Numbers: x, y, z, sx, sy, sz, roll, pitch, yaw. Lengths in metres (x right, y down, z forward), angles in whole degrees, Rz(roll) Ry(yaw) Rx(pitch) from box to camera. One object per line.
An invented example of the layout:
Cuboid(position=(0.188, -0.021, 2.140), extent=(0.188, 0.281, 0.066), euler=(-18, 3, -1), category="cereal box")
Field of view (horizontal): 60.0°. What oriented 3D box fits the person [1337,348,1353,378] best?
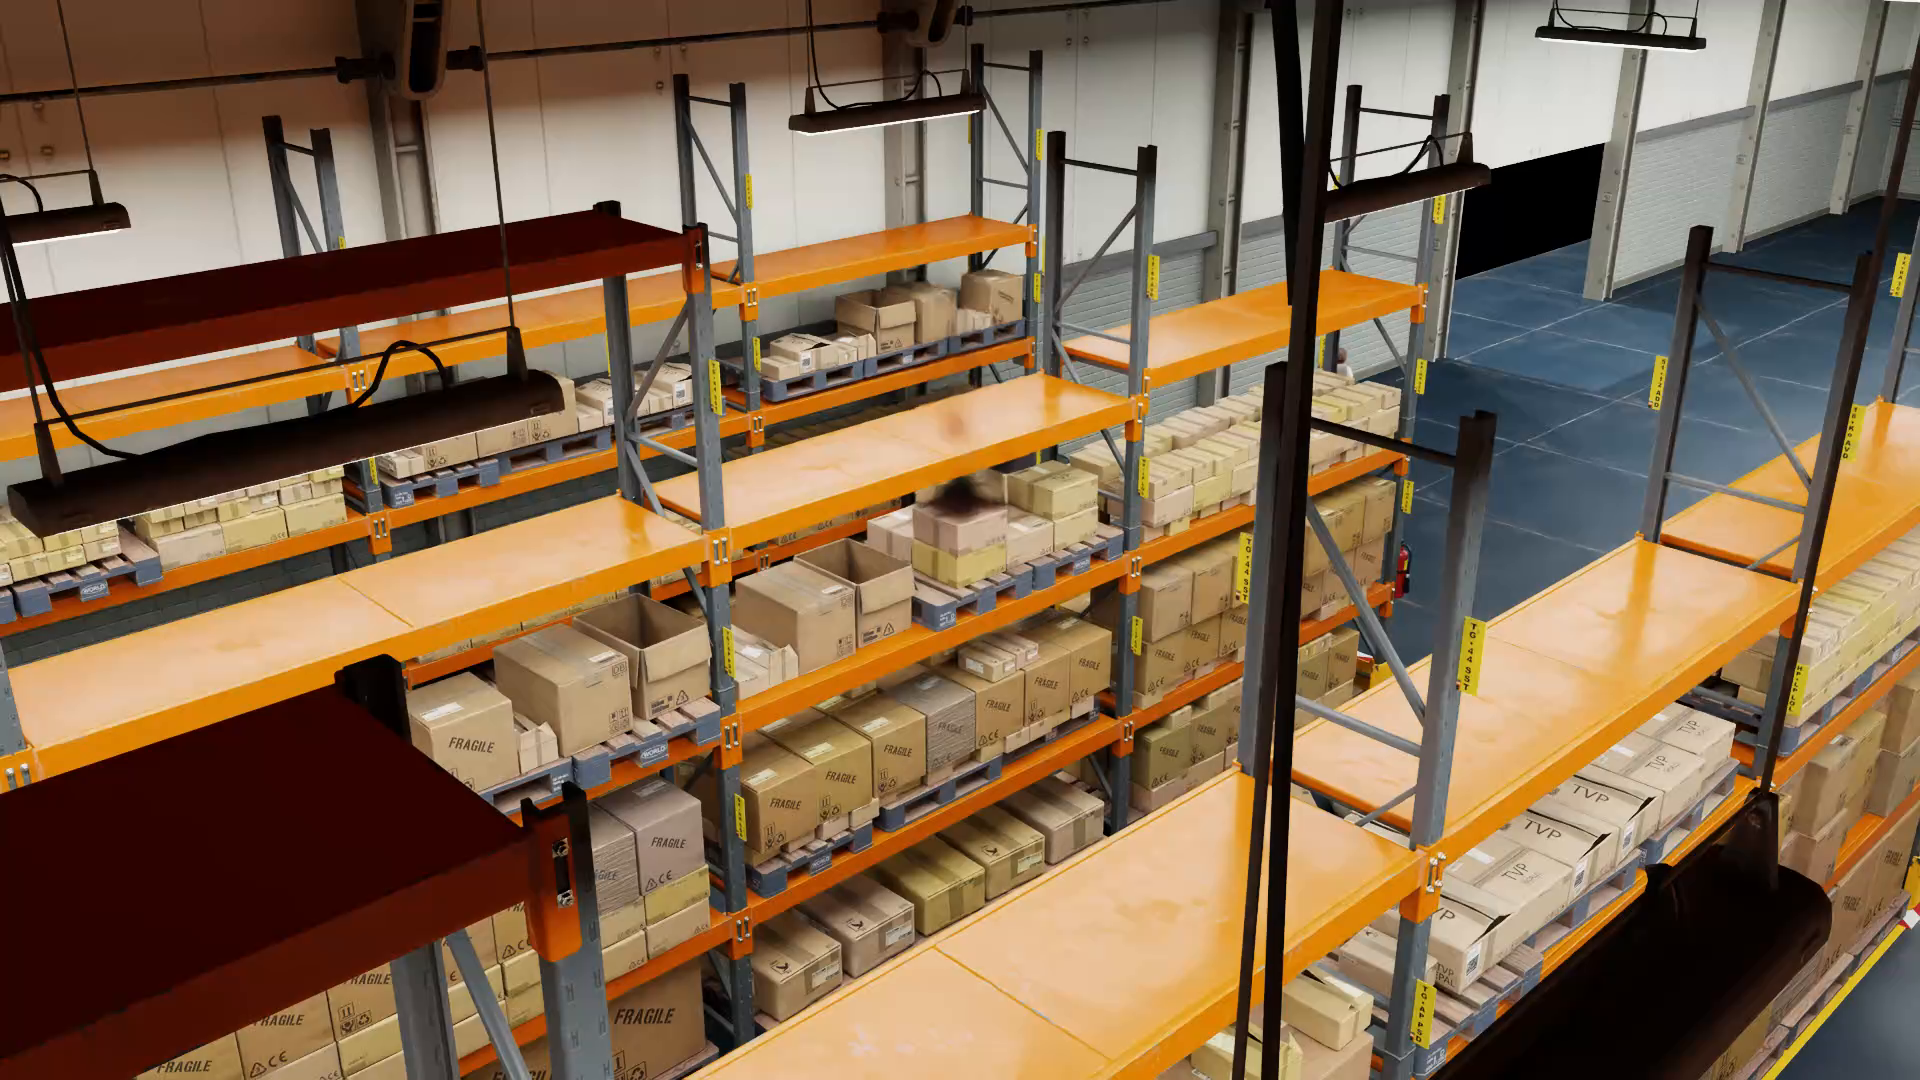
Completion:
Cuboid(position=(5.273, -1.914, 23.437), extent=(0.566, 1.588, 0.868), euler=(14, 26, 30), category="person")
